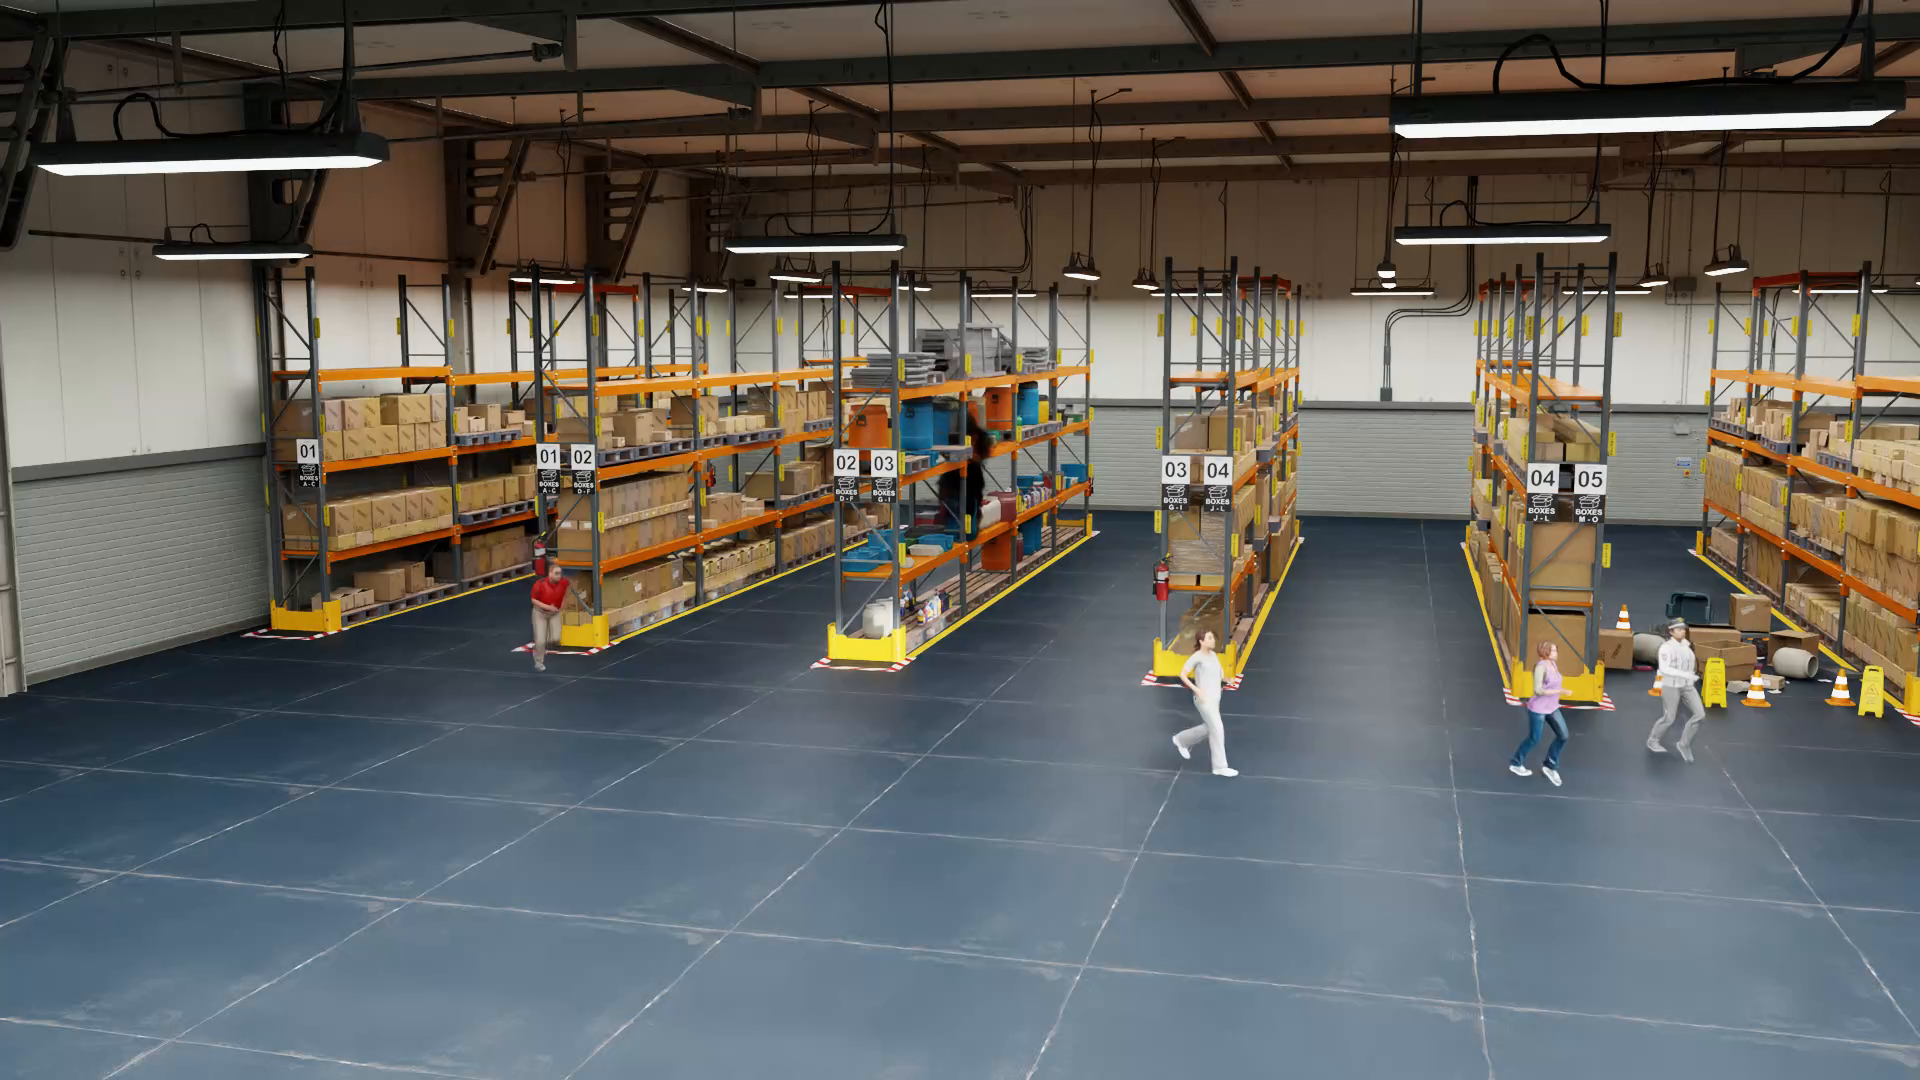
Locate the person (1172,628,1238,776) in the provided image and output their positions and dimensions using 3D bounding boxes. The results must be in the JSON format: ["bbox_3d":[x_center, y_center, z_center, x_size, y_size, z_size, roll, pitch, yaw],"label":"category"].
[{"bbox_3d":[2.779,1.806,18.771,0.845,1.643,0.576,6,9,39],"label":"person"}]

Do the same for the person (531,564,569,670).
[{"bbox_3d":[-5.988,1.129,24.442,0.681,1.602,0.813,-6,9,-39],"label":"person"}]

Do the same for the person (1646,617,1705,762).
[{"bbox_3d":[8.384,1.733,19.416,0.618,1.711,0.705,-3,8,-22],"label":"person"}]

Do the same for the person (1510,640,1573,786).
[{"bbox_3d":[6.441,1.906,18.329,0.482,1.609,0.734,-6,9,-38],"label":"person"}]
